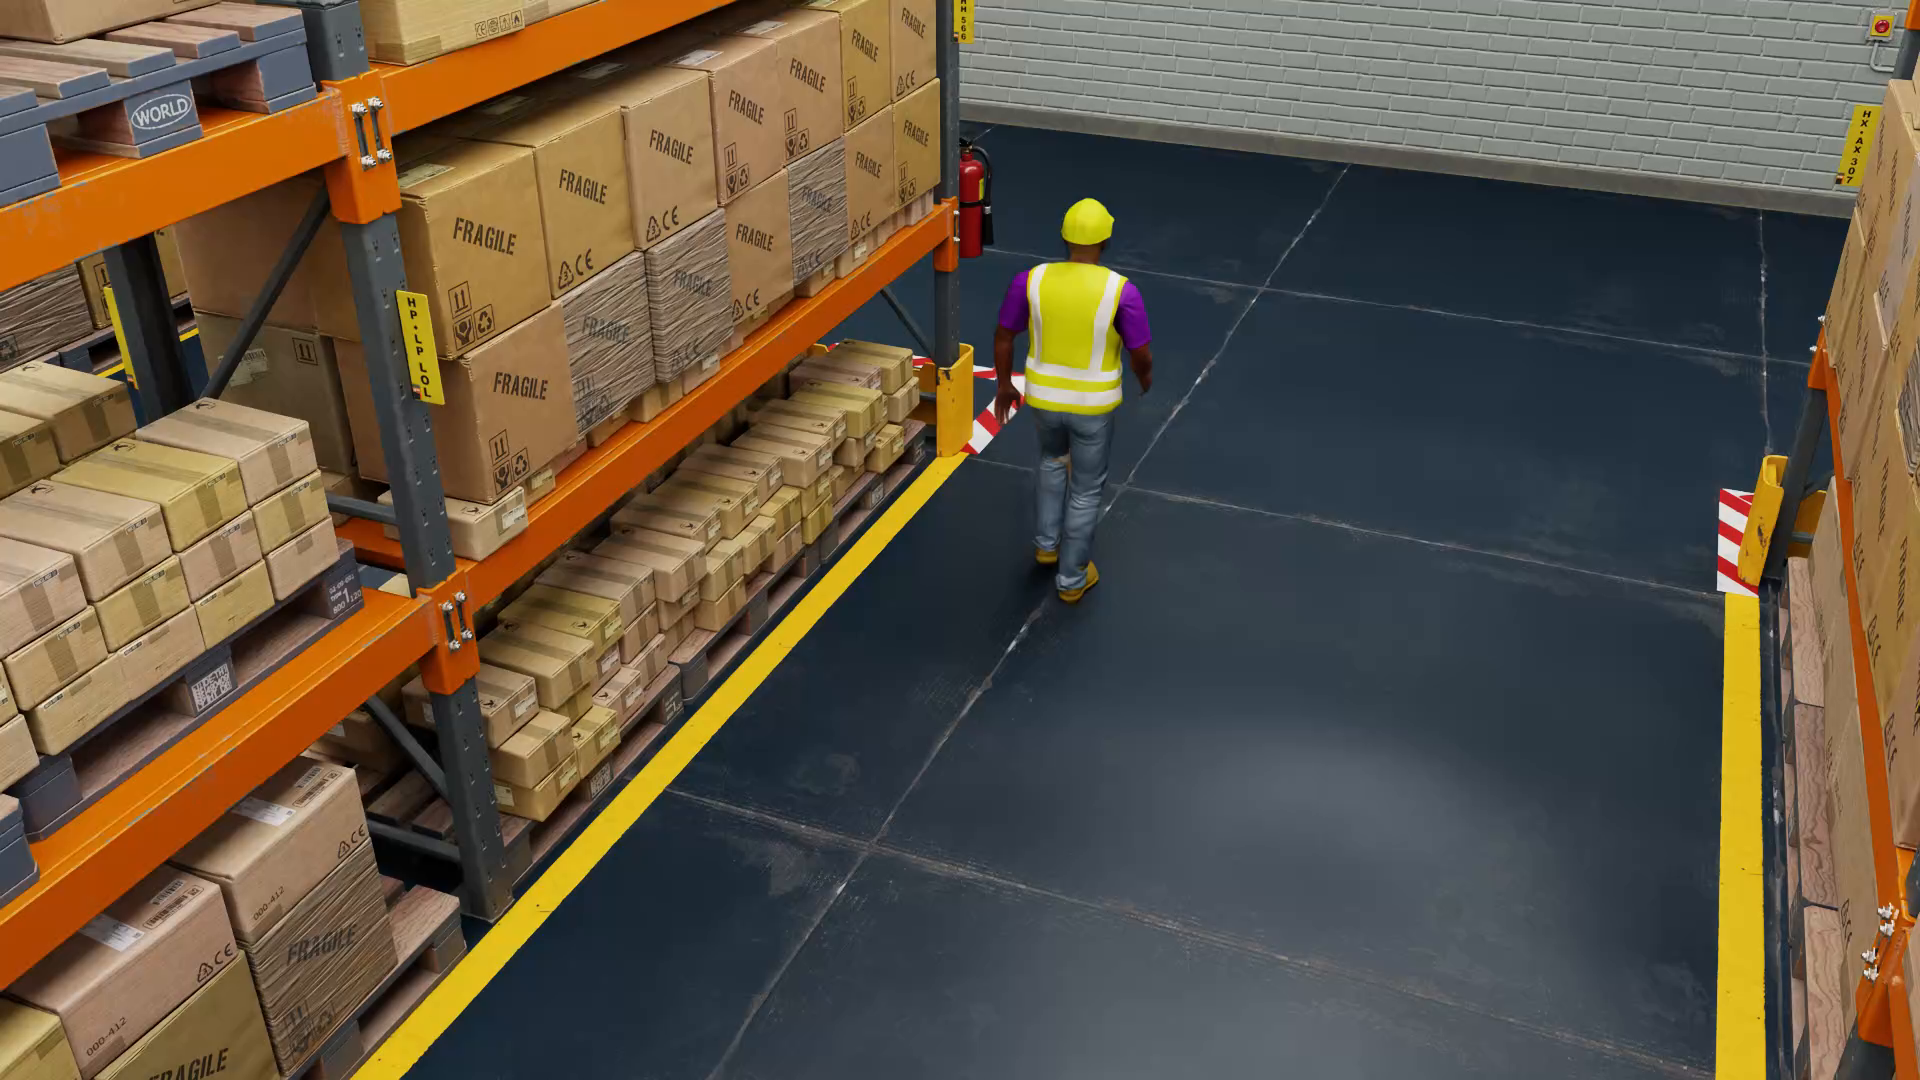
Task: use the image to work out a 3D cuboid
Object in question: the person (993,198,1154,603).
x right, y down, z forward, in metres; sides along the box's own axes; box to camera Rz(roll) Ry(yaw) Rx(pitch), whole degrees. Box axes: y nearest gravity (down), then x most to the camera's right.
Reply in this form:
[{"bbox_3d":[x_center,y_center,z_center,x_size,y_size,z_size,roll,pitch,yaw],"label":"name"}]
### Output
[{"bbox_3d":[0.498,-0.618,7.218,0.680,1.745,0.590,12,32,20],"label":"person"}]
